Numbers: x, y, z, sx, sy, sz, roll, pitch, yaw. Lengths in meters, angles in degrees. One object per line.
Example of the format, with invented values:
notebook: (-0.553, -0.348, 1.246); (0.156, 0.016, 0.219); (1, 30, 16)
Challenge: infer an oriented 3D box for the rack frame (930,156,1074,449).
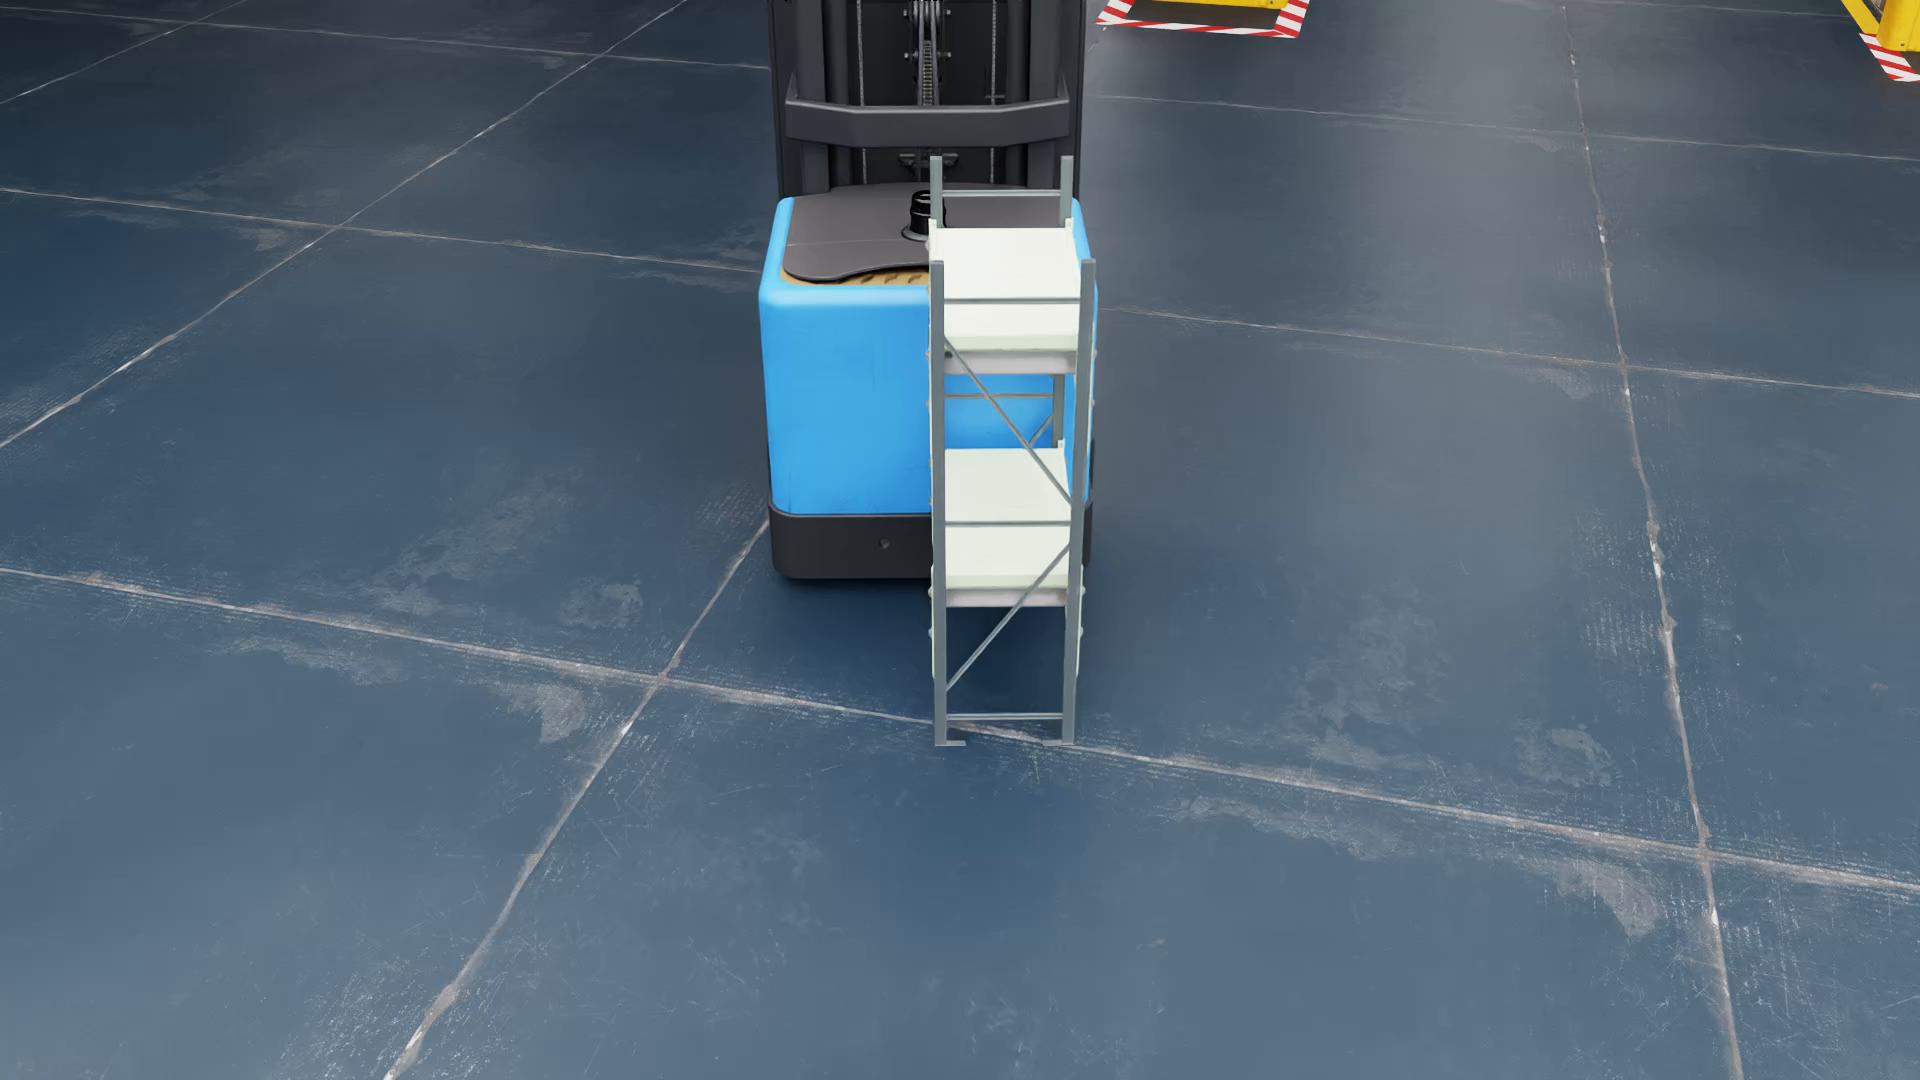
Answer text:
rack frame: (0.116, -0.432, 5.032); (0.400, 1.500, 0.023); (0, 32, -1)

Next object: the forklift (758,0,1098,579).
forklift: (-0.117, -1.864, 5.950); (1.130, 2.935, 3.031); (0, 32, -1)

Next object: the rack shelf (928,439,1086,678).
rack shelf: (0.122, 0.039, 4.898); (0.431, 0.370, 0.720); (0, 32, -1)

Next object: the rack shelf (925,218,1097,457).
rack shelf: (0.122, -0.565, 4.514); (0.431, 0.370, 0.720); (0, 32, -1)

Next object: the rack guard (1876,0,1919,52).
rack guard: (6.569, -3.380, 10.601); (1.175, 0.500, 0.348); (8, 33, 12)

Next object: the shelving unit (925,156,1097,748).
shelving unit: (0.122, -0.236, 4.723); (0.431, 1.500, 0.755); (0, 32, -1)

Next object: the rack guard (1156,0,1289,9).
rack guard: (1.733, -4.061, 11.672); (1.175, 0.500, 0.348); (8, 33, 12)

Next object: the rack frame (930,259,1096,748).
rack frame: (0.128, -0.040, 4.415); (0.400, 1.500, 0.023); (0, 32, -1)

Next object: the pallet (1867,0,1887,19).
pallet: (6.809, -3.675, 11.334); (1.003, 0.211, 1.213); (8, 33, 12)
